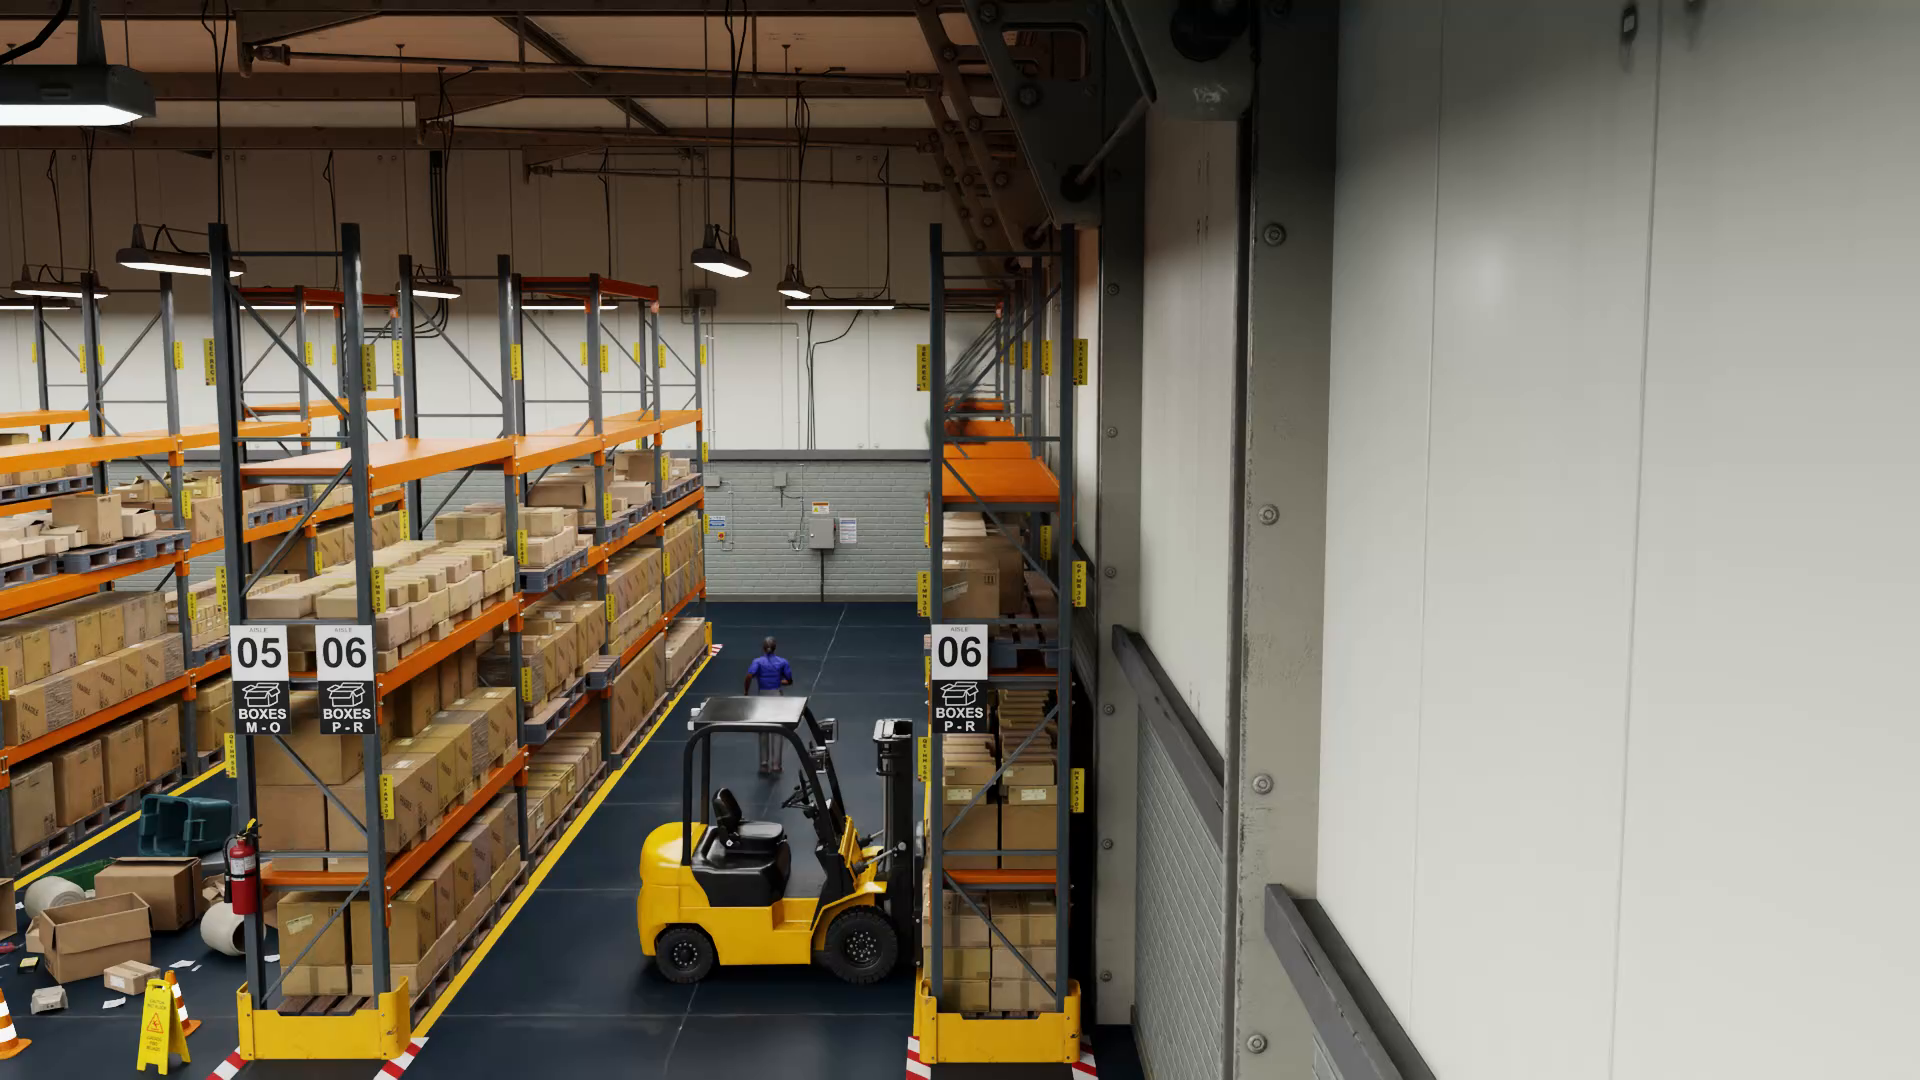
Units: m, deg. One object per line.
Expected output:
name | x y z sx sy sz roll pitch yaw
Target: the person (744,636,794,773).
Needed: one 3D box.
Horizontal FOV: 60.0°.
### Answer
person | -2.300 2.026 20.049 0.590 1.733 0.758 -1 7 -6
